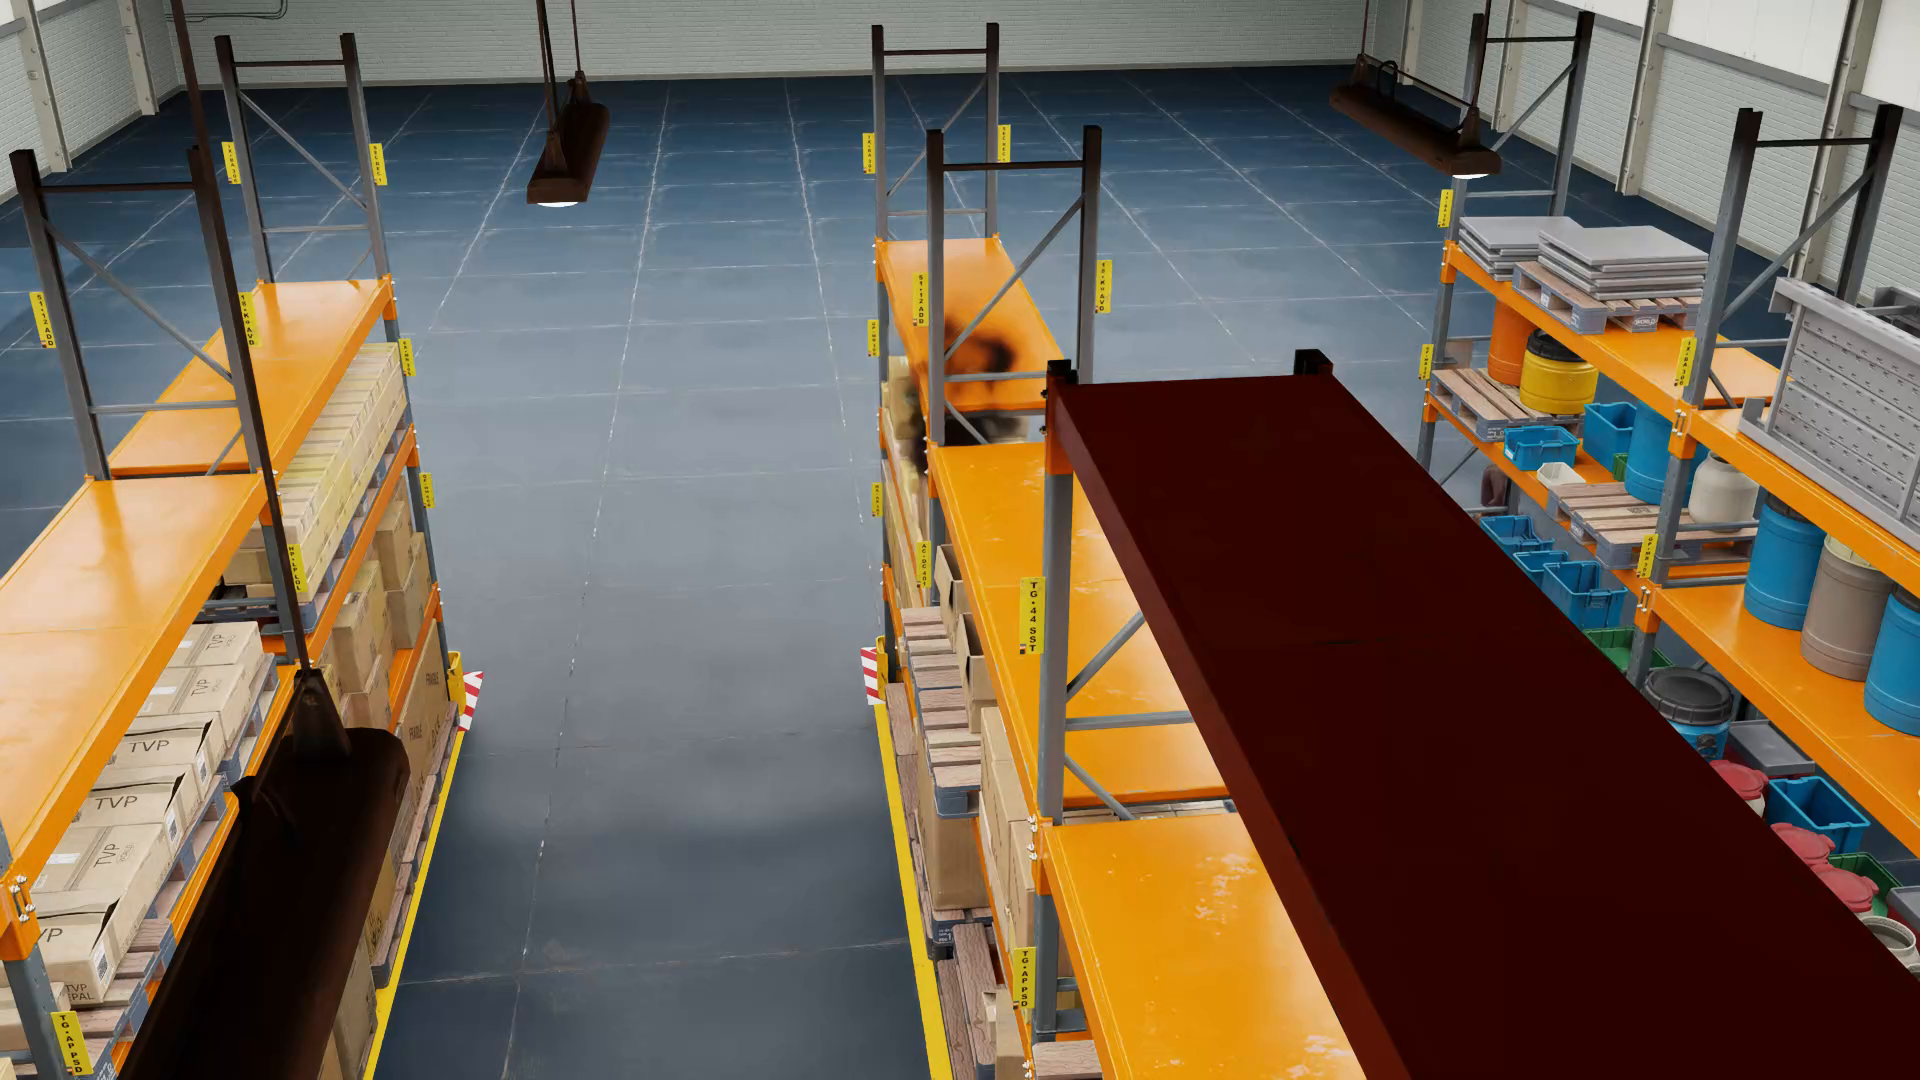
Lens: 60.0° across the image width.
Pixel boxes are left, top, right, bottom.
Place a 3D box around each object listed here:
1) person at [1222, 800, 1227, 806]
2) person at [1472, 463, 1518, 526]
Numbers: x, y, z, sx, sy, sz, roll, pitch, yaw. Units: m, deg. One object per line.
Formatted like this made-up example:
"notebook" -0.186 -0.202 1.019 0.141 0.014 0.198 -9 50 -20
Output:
"person" 1.906 1.503 13.365 0.650 1.733 0.652 -8 27 -17
"person" 5.471 -0.275 17.016 0.769 1.743 1.049 -20 32 -36
